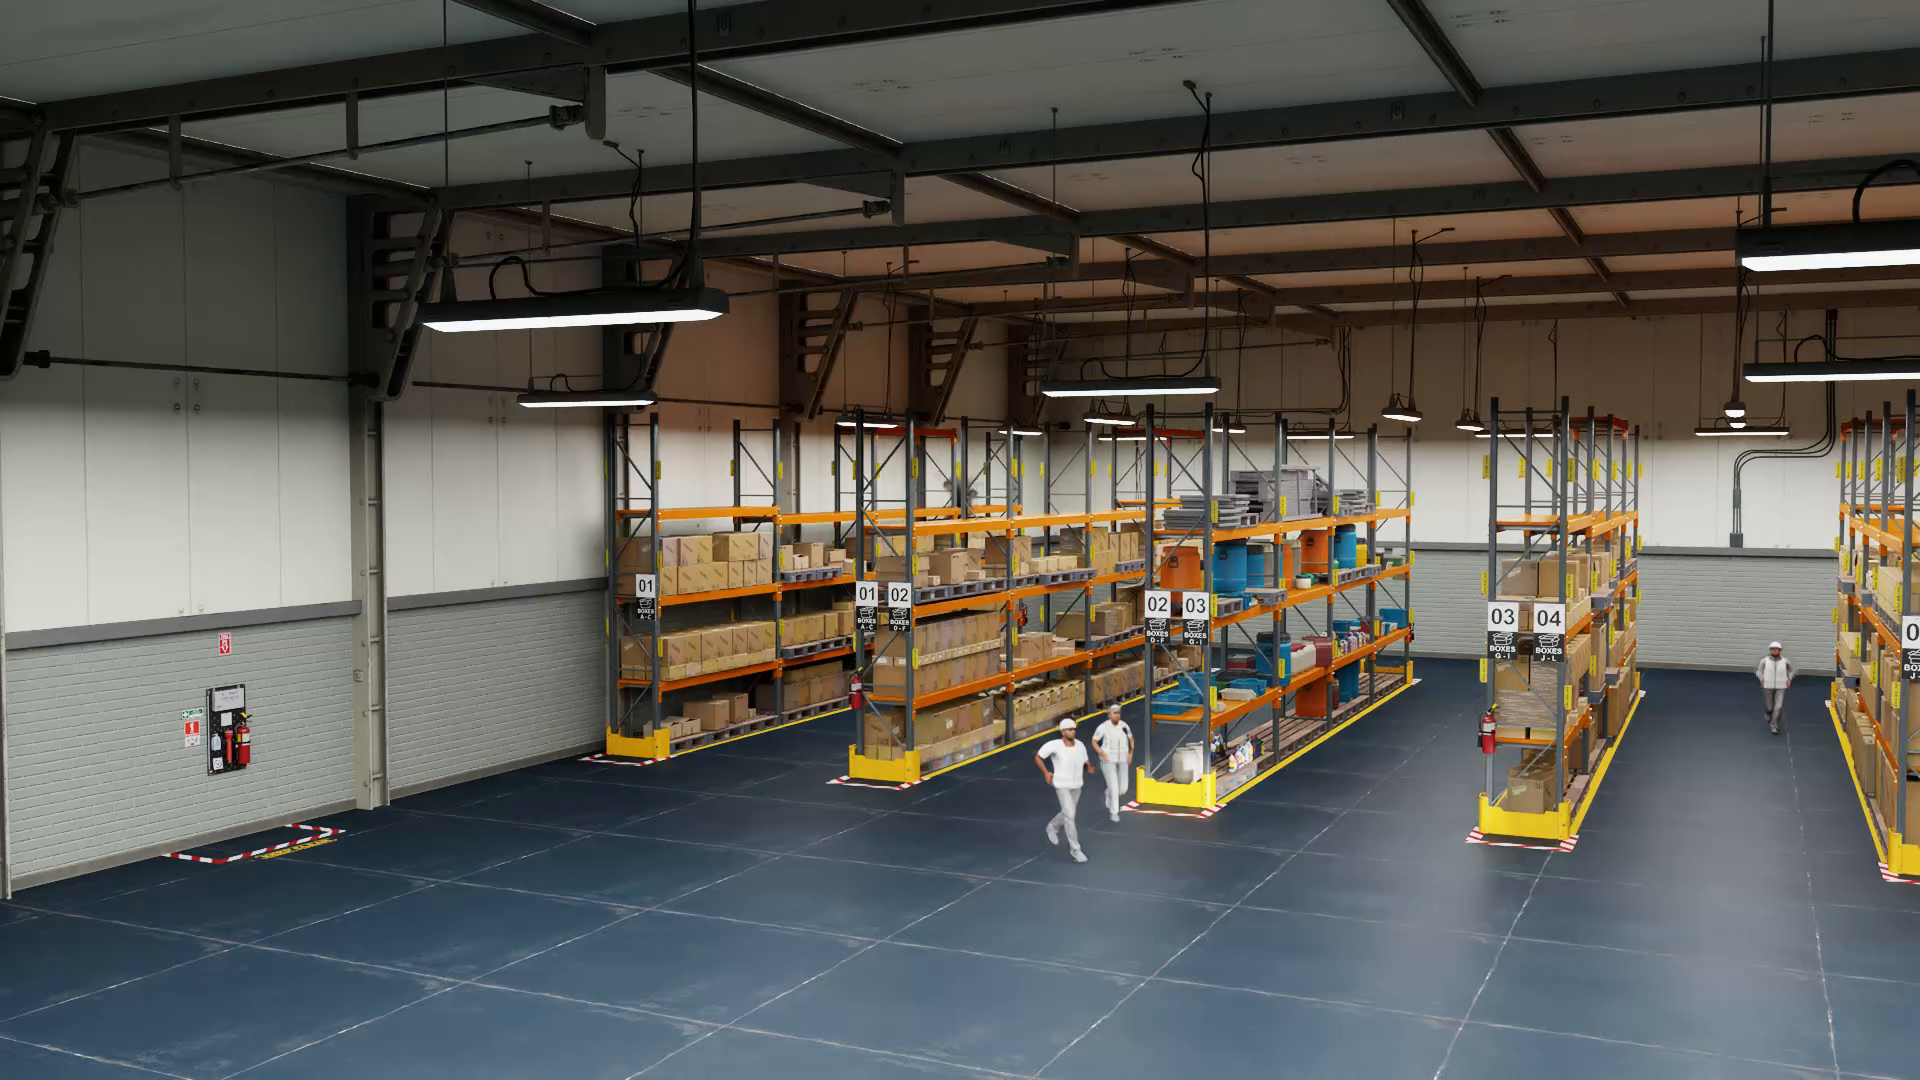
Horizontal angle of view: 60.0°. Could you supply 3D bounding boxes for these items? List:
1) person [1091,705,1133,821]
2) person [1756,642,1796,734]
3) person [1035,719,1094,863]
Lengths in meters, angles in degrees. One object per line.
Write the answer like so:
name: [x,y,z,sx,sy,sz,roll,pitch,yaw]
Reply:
person: [2.211,3.194,24.002,0.644,1.653,0.632,-1,3,-19]
person: [15.560,2.815,31.719,0.676,1.740,0.814,1,3,25]
person: [1.389,3.198,21.545,0.697,1.779,0.978,-2,3,-34]
